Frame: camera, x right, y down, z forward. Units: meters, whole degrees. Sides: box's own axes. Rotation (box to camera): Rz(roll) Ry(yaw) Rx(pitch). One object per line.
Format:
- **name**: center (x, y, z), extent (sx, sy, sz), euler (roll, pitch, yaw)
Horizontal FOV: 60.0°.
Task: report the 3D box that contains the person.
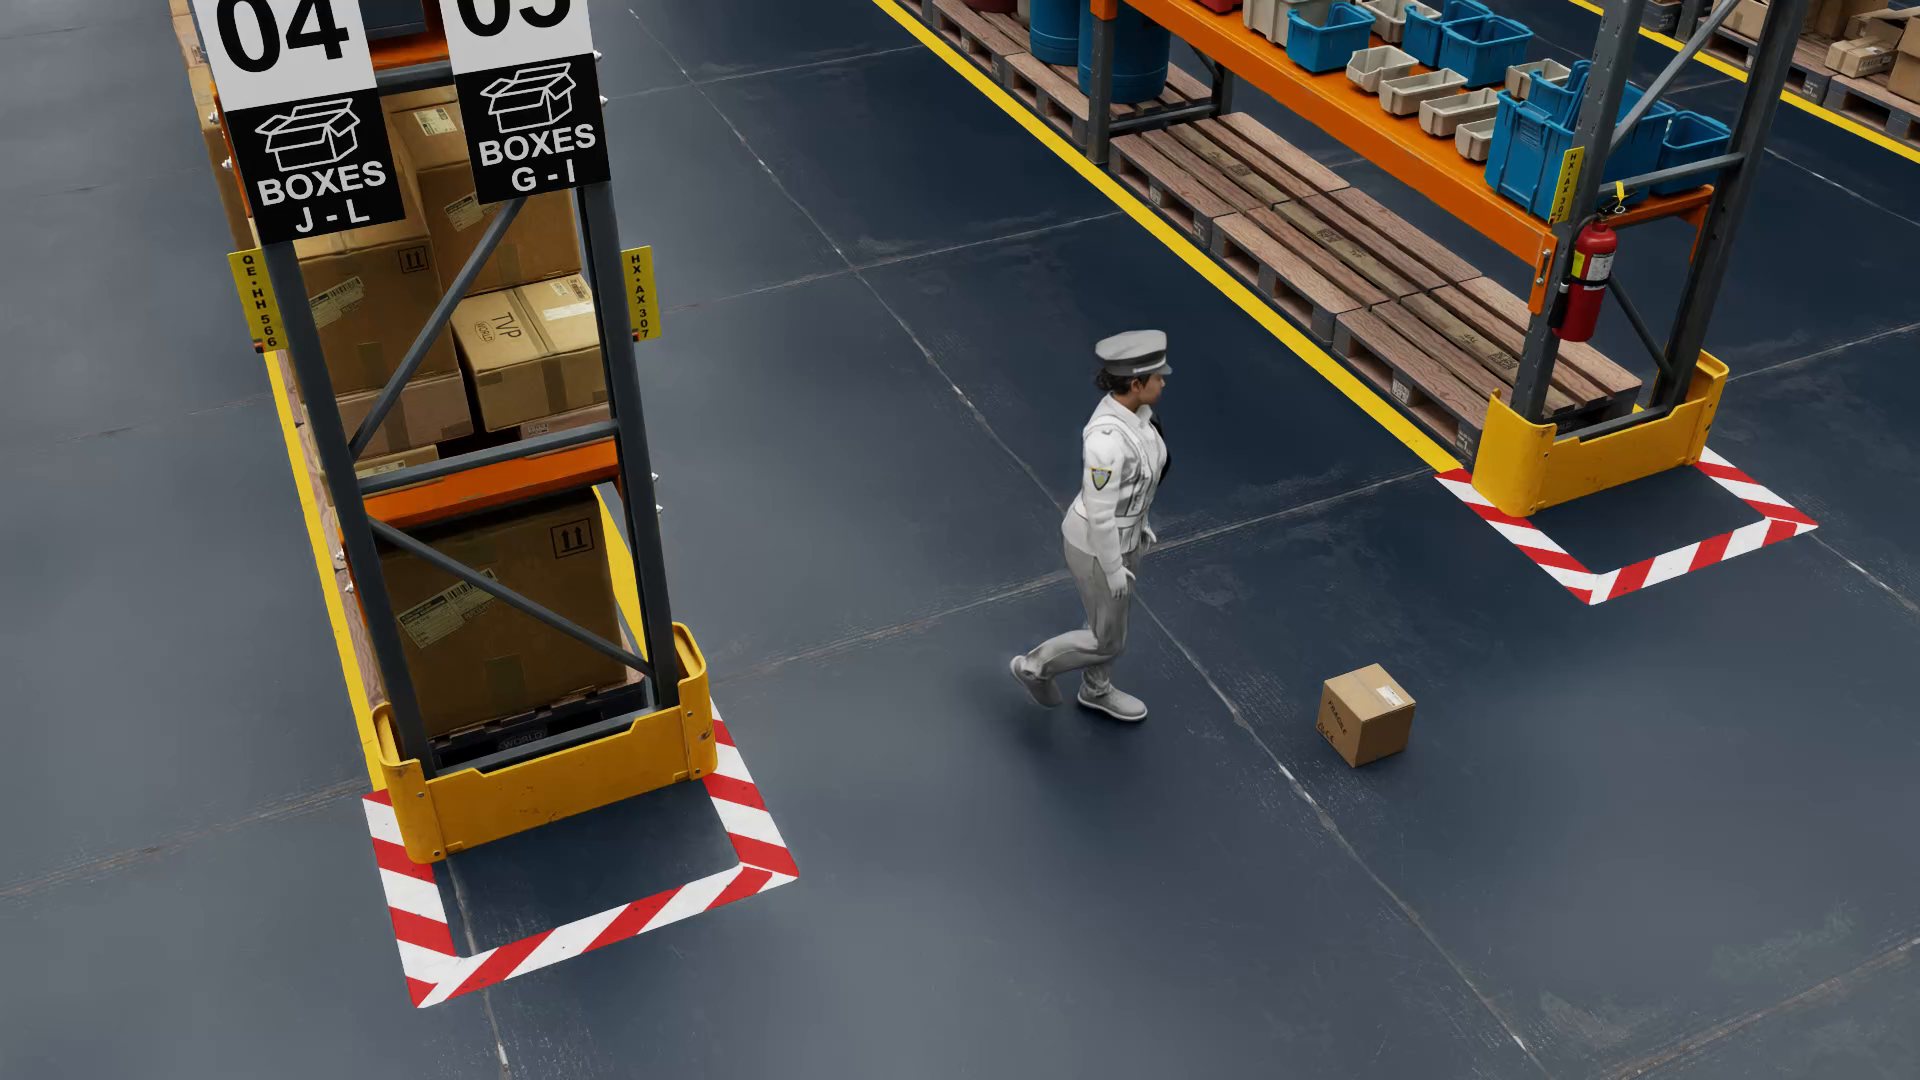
- **person**: center (0.492, -0.018, 6.142), extent (0.527, 1.664, 0.510), euler (13, 39, 17)
